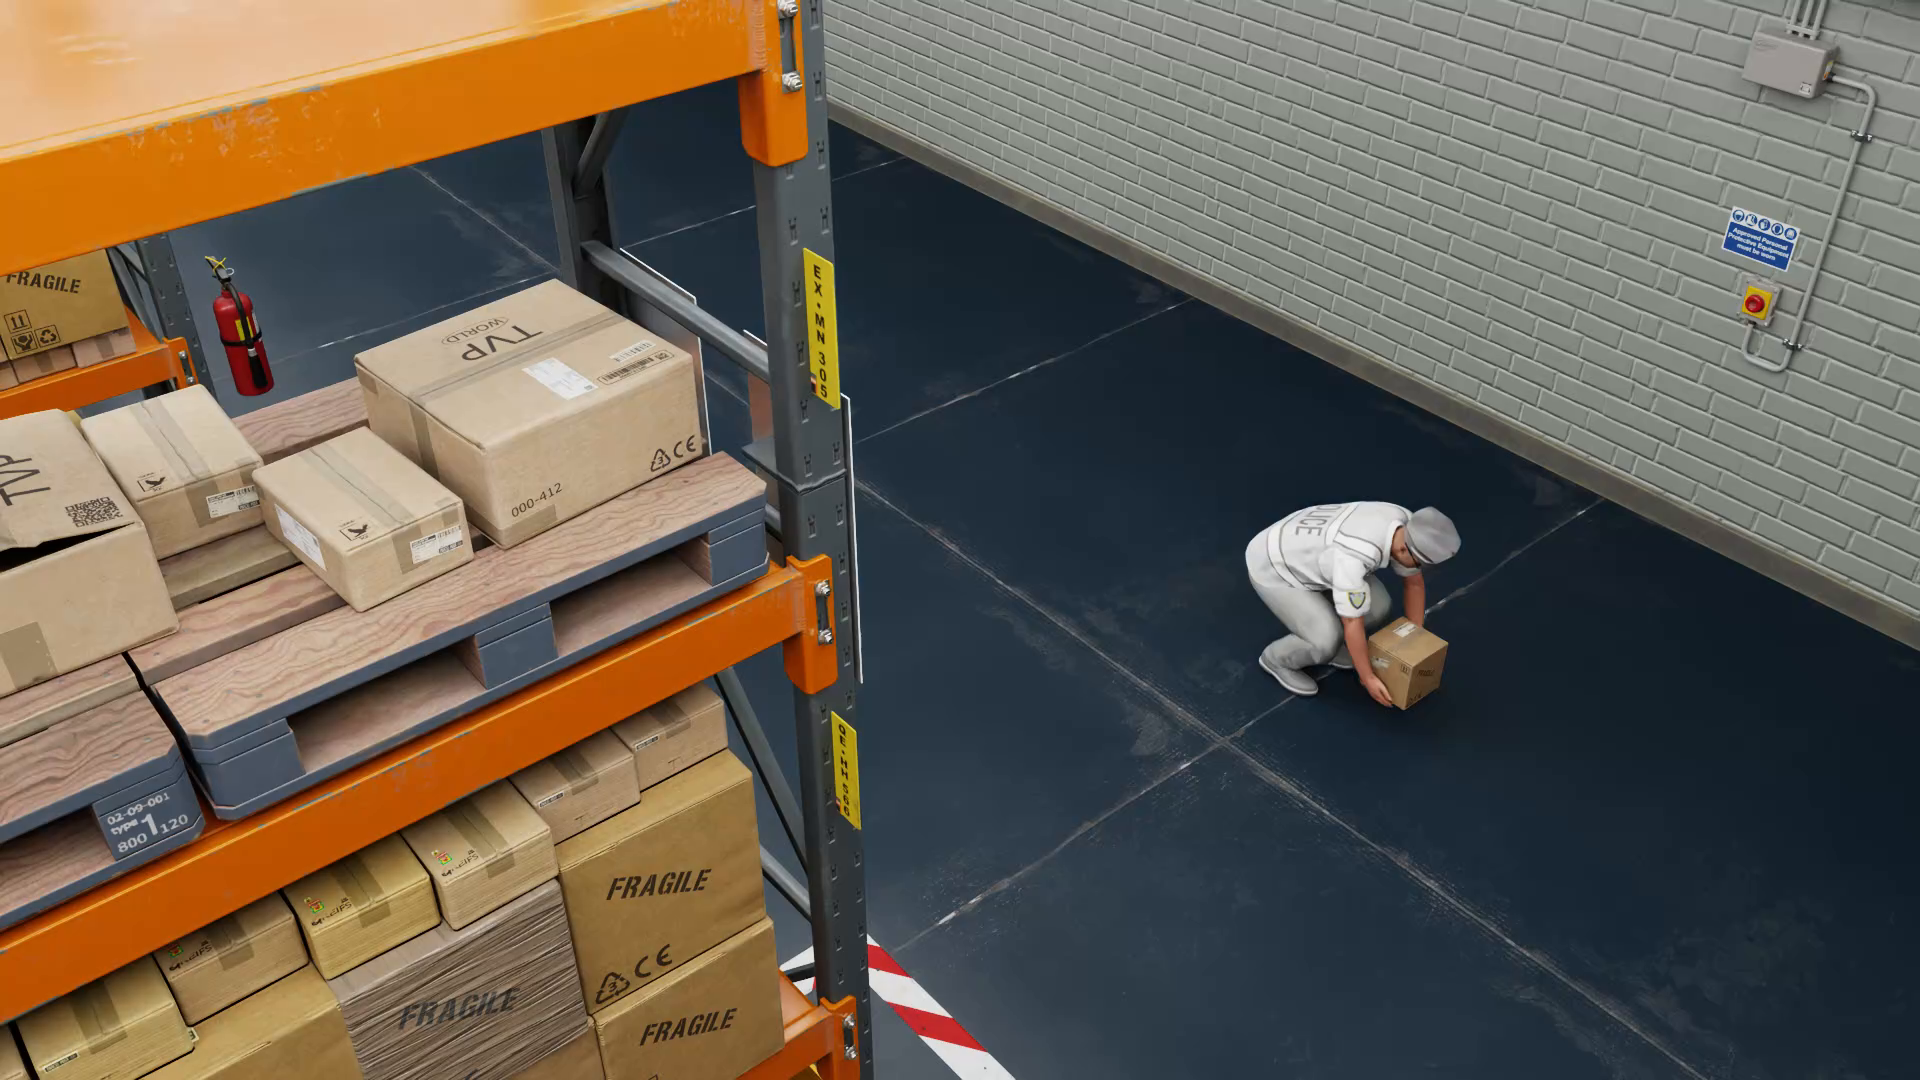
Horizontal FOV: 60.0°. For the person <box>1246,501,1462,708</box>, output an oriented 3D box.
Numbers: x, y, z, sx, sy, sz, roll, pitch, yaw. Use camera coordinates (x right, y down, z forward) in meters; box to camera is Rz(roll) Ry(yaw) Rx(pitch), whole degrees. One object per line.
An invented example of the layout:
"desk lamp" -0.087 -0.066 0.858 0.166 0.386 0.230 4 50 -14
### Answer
"person" 1.722 0.205 7.394 0.570 1.051 0.916 -26 43 -32
